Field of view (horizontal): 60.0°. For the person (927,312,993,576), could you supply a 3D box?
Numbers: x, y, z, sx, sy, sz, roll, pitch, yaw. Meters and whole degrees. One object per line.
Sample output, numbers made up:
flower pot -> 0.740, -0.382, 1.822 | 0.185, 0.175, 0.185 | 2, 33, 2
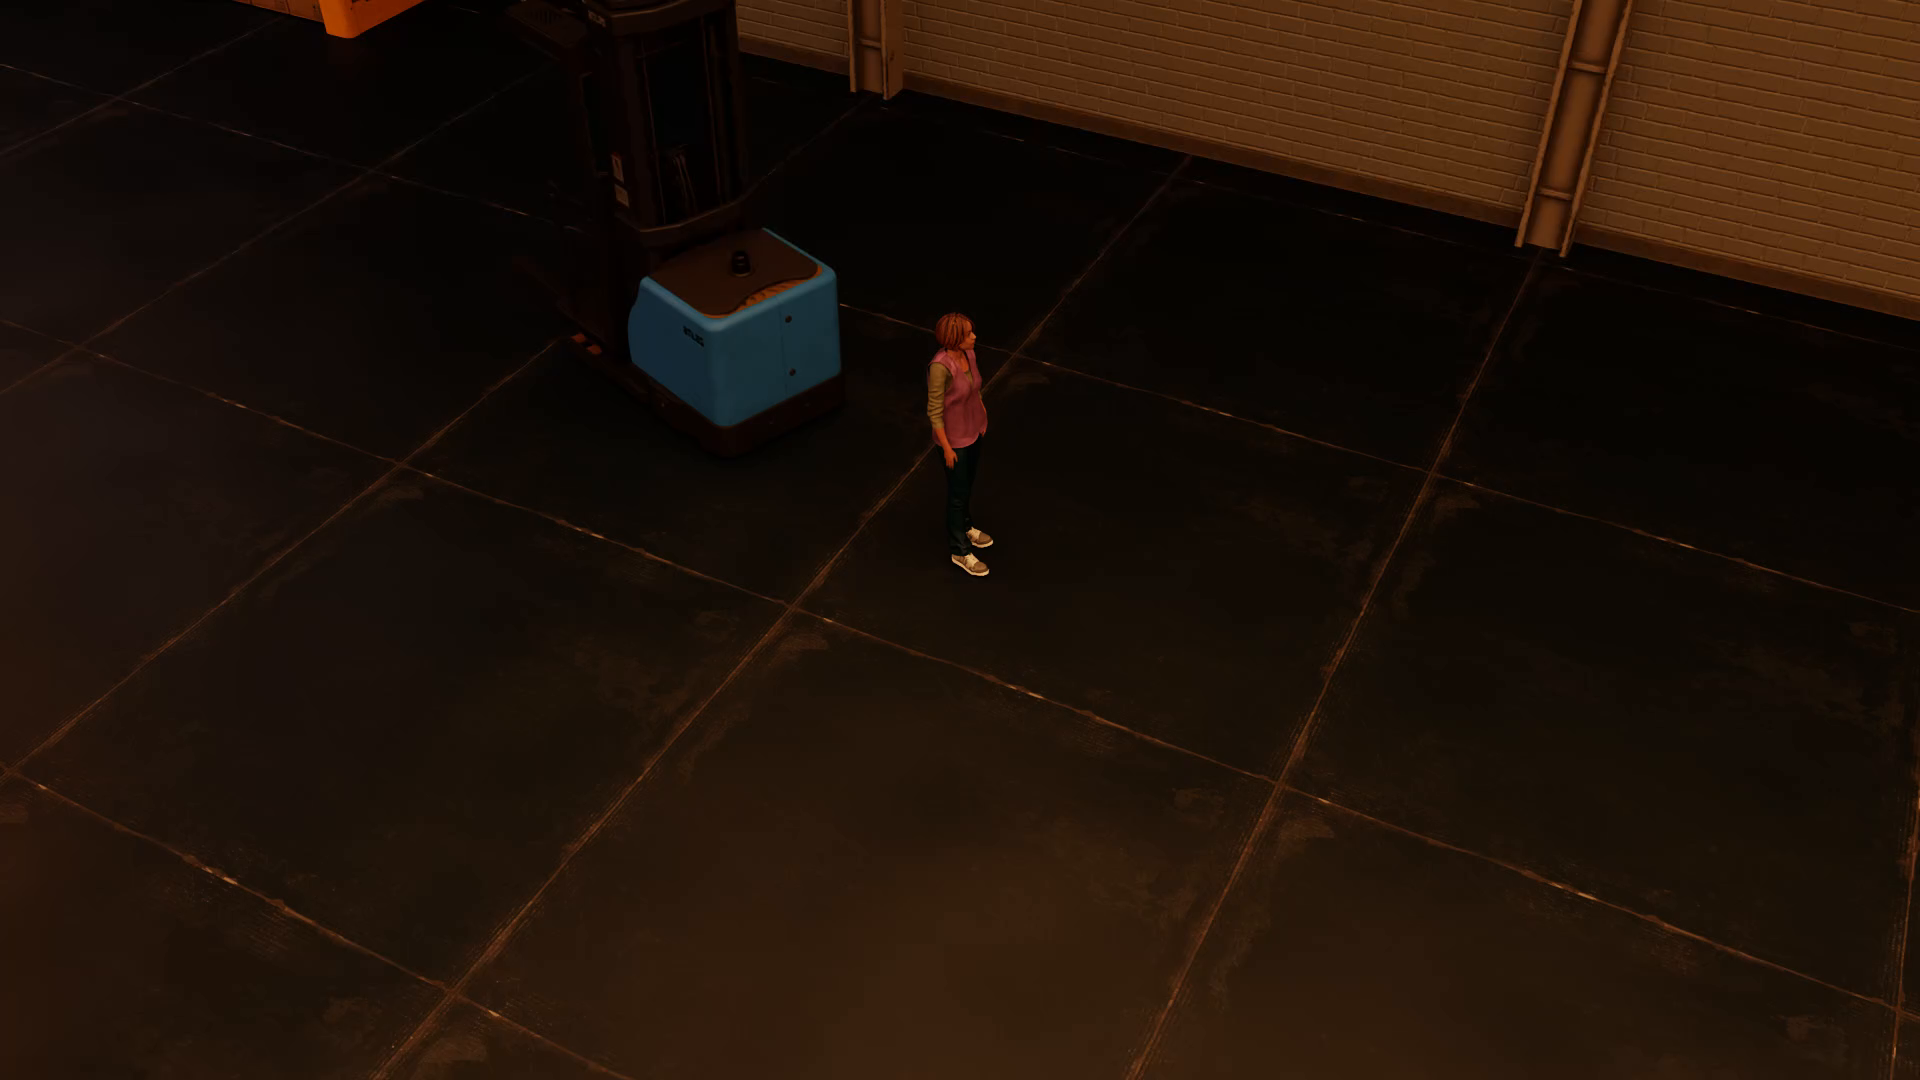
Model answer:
person -> 0.060, -0.586, 9.707 | 0.473, 1.599, 0.521 | 18, 43, 21

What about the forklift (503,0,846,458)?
forklift -> -2.137, -2.521, 10.979 | 1.130, 2.935, 3.031 | -30, 49, -31
